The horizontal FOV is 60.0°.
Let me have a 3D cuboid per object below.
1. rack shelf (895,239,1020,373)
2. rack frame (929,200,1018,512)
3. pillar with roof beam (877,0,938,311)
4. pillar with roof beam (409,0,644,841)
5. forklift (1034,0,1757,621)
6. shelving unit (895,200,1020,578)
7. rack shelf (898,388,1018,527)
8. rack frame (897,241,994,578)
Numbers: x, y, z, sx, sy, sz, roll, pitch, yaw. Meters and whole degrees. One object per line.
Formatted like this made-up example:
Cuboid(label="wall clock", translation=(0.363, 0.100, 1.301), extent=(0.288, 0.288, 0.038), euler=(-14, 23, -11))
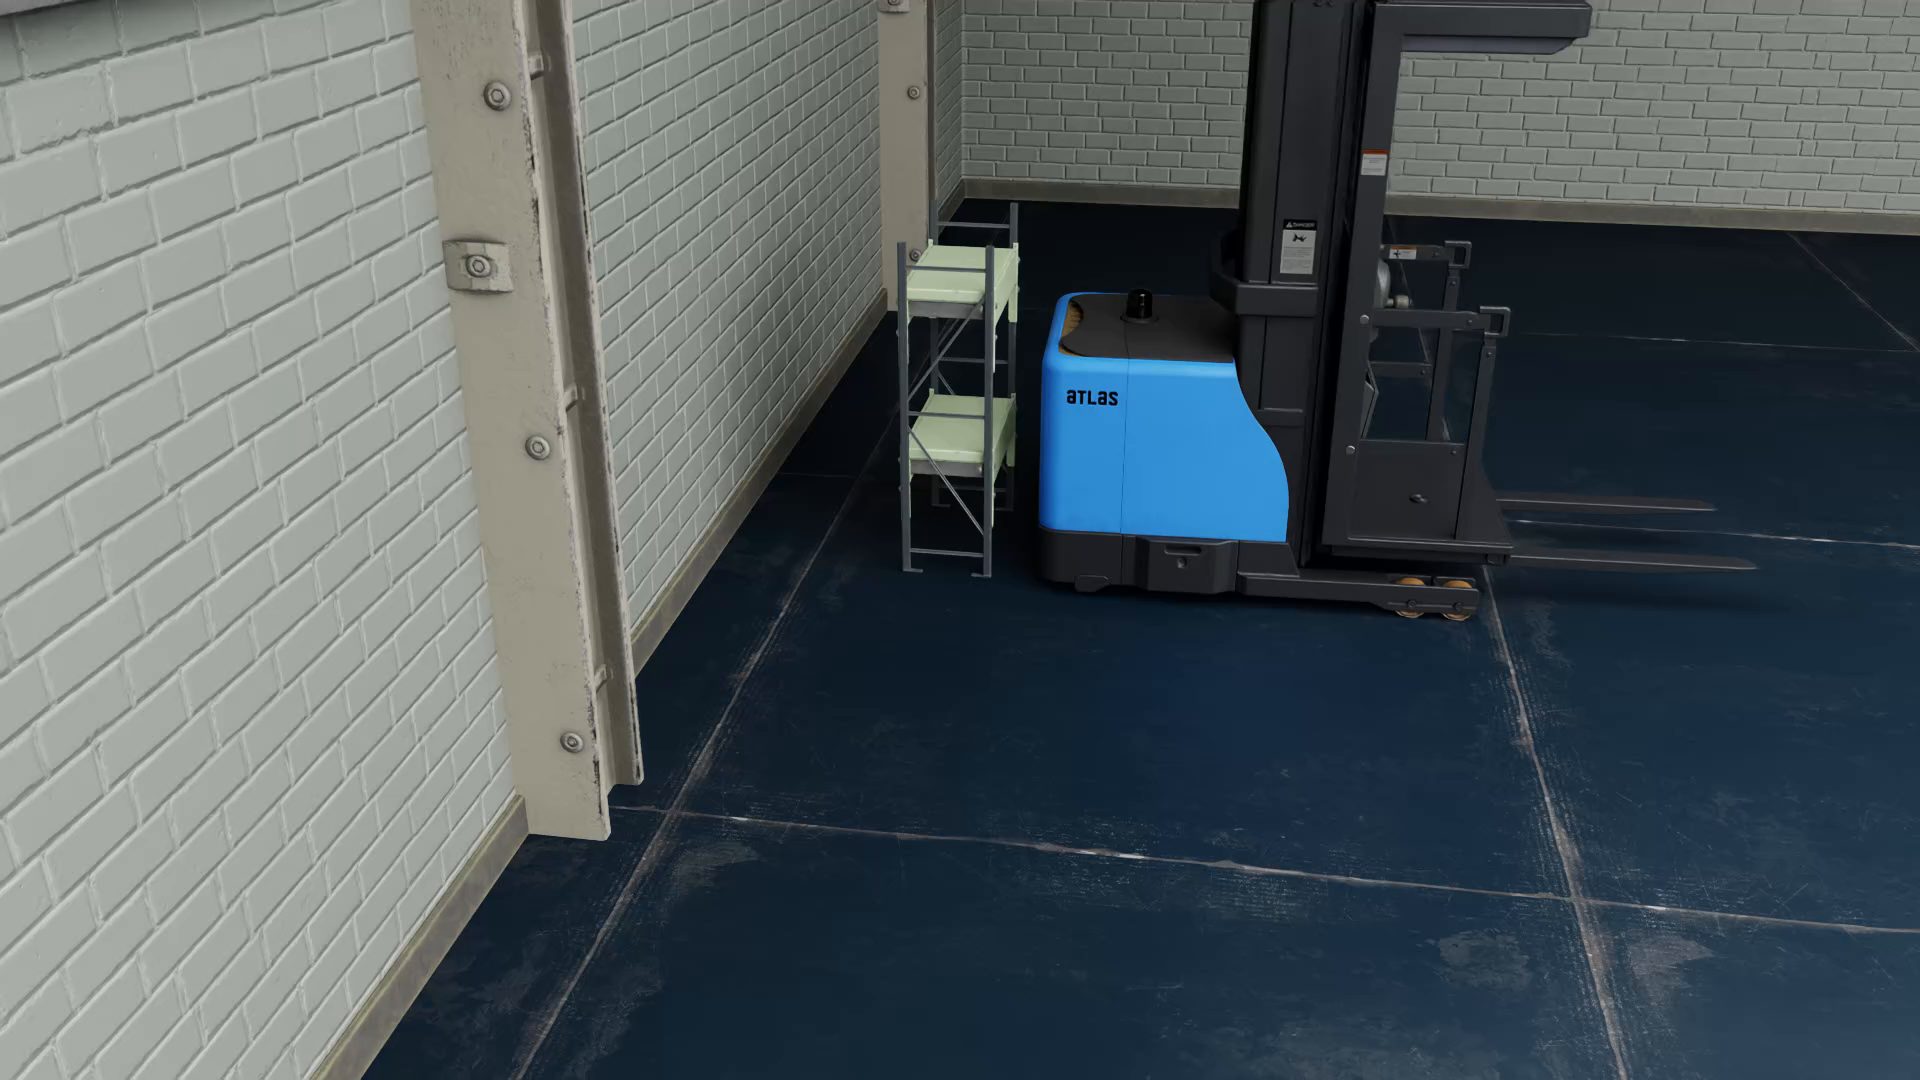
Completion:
Cuboid(label="rack shelf", translation=(0.001, -1.036, 7.273), extent=(0.431, 0.370, 0.720), euler=(4, 25, 9))
Cuboid(label="rack frame", translation=(0.061, -0.835, 7.765), extent=(0.400, 1.500, 0.023), euler=(4, 25, 9))
Cuboid(label="pillar with roof beam", translation=(3.917, -5.369, 8.606), extent=(9.100, 9.000, 0.400), euler=(4, 25, 9))
Cuboid(label="pillar with roof beam", translation=(2.936, -2.860, 3.245), extent=(9.100, 9.000, 0.400), euler=(4, 25, 9))
Cuboid(label="forklift", translation=(1.882, -1.227, 6.914), extent=(3.031, 2.935, 1.130), euler=(3, 25, 6))
Cuboid(label="shelving unit", translation=(0.001, -0.682, 7.438), extent=(0.431, 1.500, 0.755), euler=(4, 25, 9))
Cuboid(label="rack shelf", translation=(0.001, -0.387, 7.576), extent=(0.431, 0.370, 0.720), euler=(4, 25, 9))
Cuboid(label="rack frame", translation=(-0.059, -0.529, 7.111), extent=(0.400, 1.500, 0.023), euler=(4, 25, 9))
